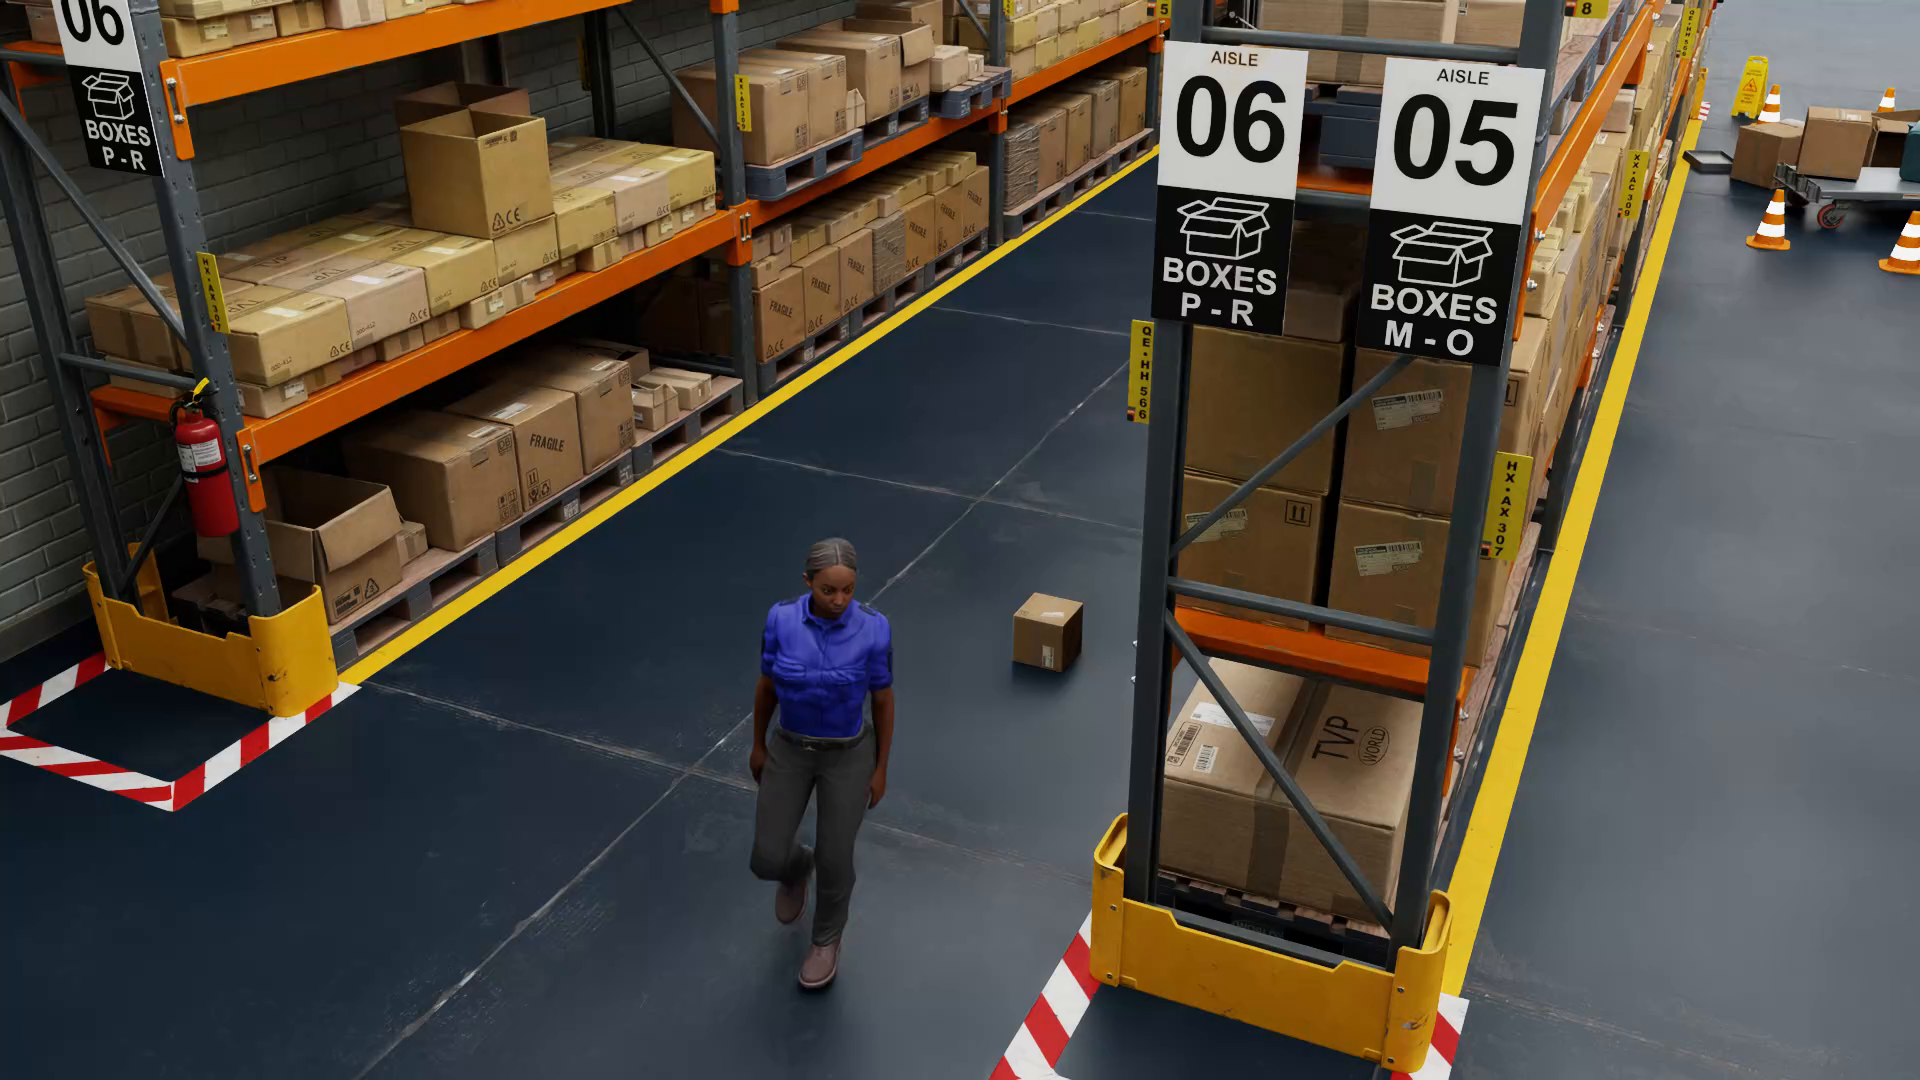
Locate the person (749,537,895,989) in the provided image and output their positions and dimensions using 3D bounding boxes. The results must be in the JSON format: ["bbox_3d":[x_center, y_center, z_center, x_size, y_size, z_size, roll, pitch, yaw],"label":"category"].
[{"bbox_3d":[-0.473,0.726,5.611,0.512,1.642,0.473,4,27,7],"label":"person"}]
